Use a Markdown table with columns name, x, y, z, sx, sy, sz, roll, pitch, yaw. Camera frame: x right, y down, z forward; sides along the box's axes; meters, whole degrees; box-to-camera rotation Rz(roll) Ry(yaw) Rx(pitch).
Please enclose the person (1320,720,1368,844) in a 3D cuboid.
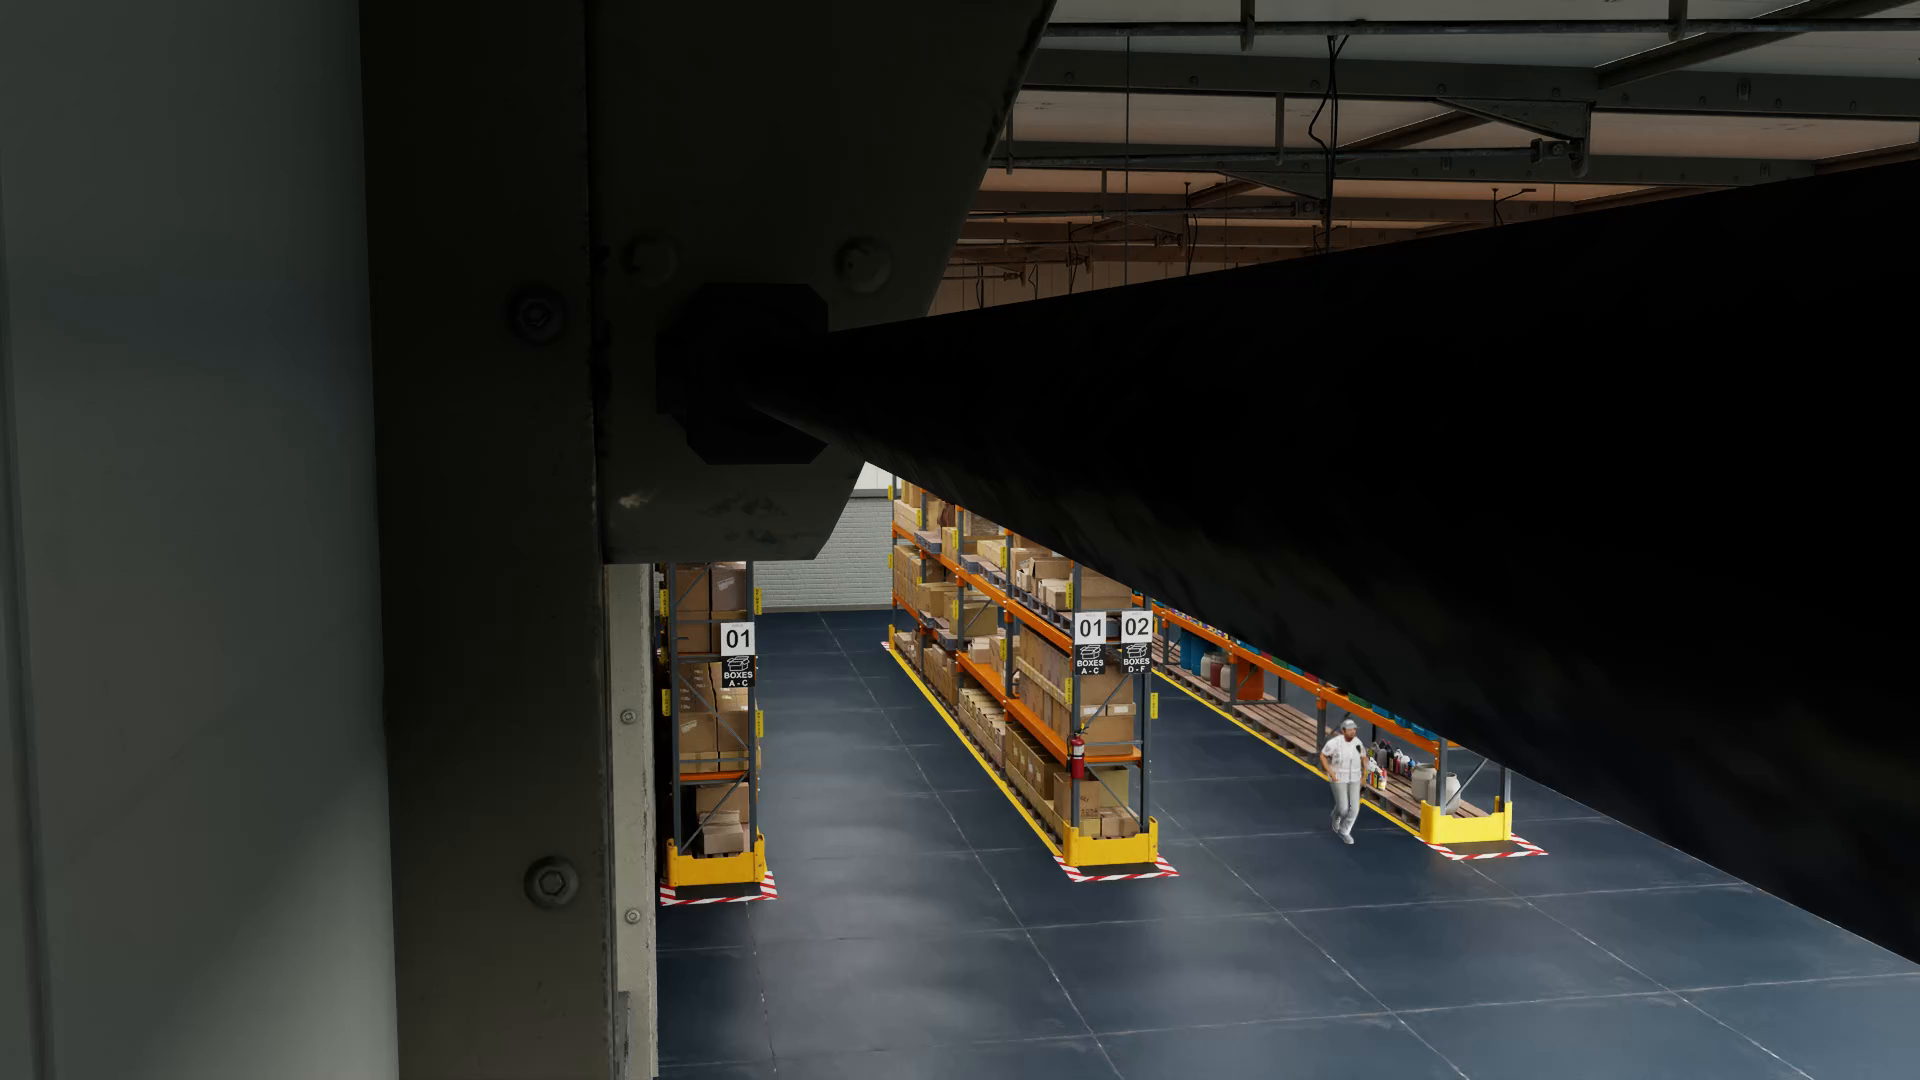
| name | x | y | z | sx | sy | sz | roll | pitch | yaw |
| --- | --- | --- | --- | --- | --- | --- | --- | --- | --- |
| person | 5.084 | 3.170 | 21.887 | 0.636 | 1.630 | 0.508 | -1 | 6 | -8 |
